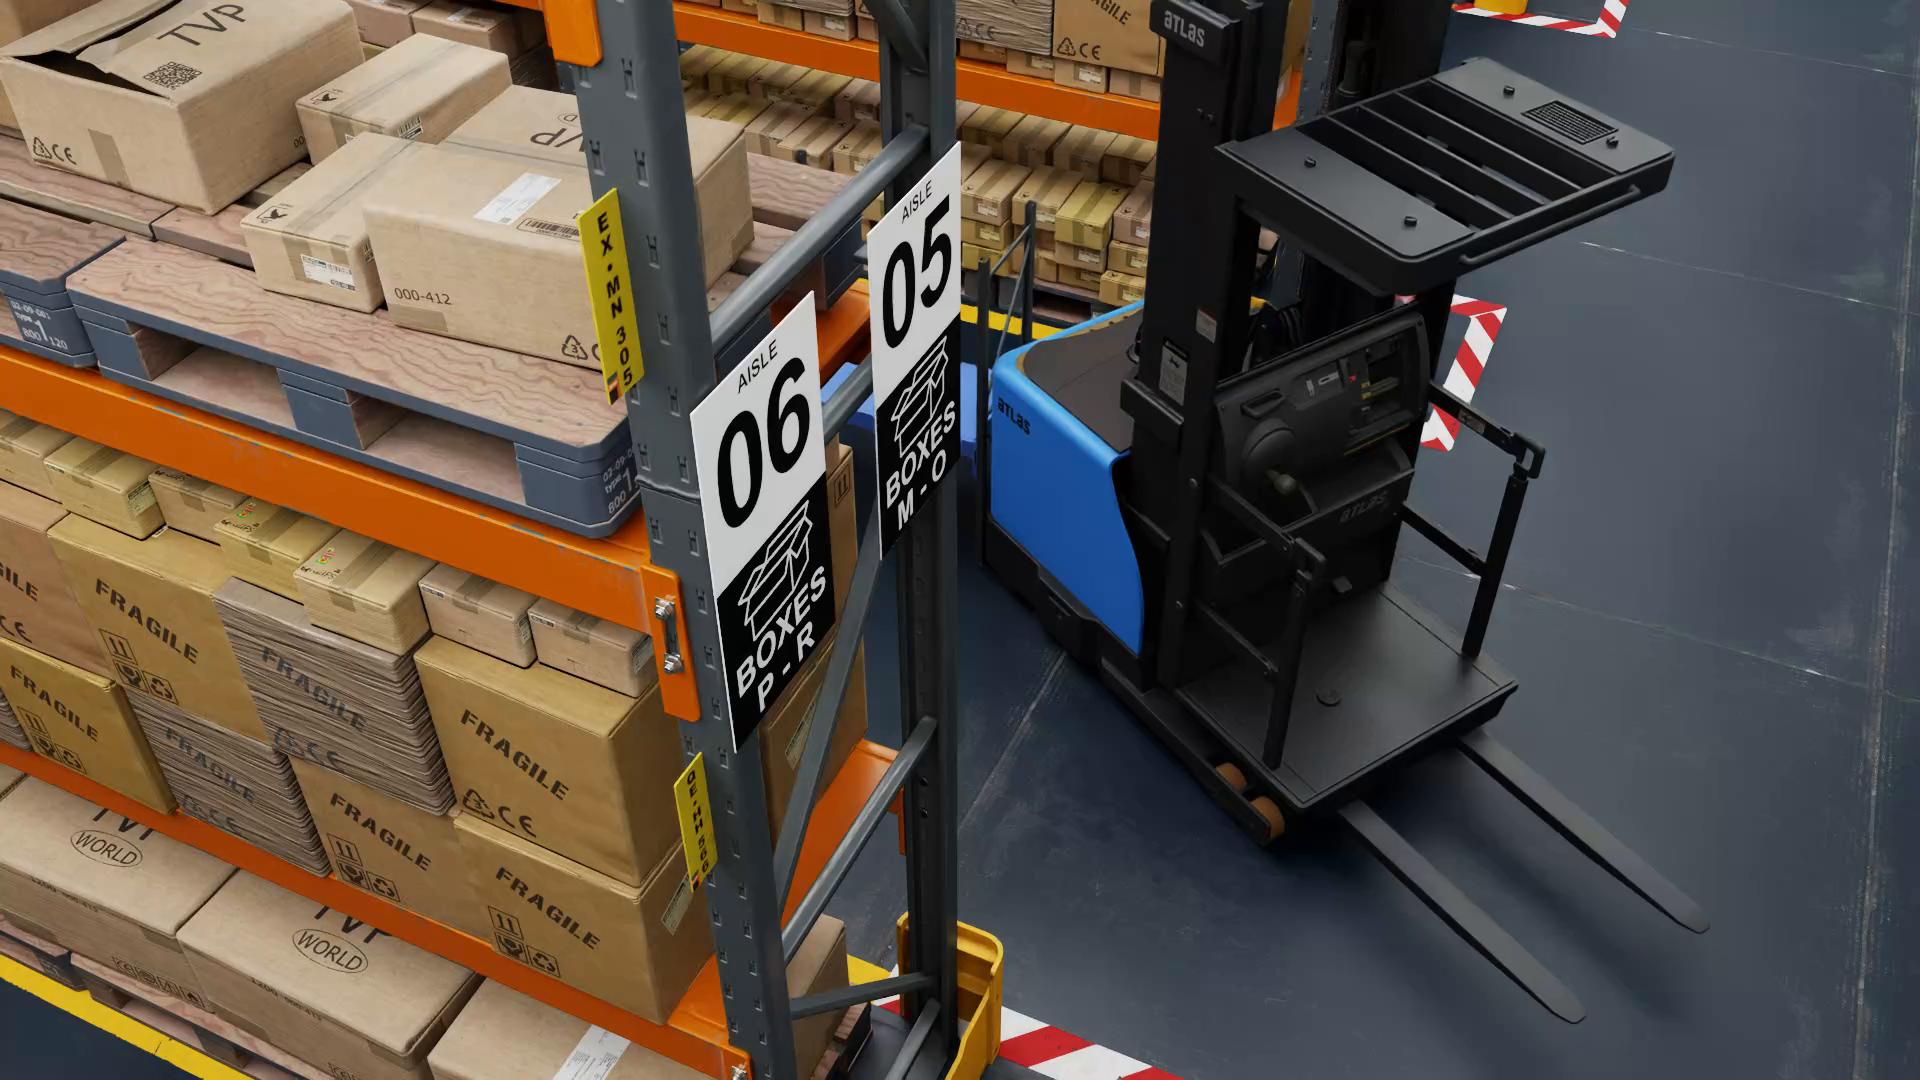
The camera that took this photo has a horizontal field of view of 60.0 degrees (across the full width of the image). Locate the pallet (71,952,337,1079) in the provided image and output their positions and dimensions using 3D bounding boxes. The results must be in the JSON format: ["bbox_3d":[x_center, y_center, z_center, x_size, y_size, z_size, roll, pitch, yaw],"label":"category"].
[{"bbox_3d":[-2.131,1.303,5.586,1.213,0.211,1.003,17,44,19],"label":"pallet"}]

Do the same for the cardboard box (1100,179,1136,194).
[{"bbox_3d":[0.880,-1.819,8.687,0.250,0.149,0.380,18,44,19],"label":"cardboard box"}]

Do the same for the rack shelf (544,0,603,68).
[{"bbox_3d":[-2.084,-1.635,3.120,4.000,0.370,1.077,17,44,19],"label":"rack shelf"}]

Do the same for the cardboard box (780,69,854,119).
[{"bbox_3d":[-0.784,-2.443,9.180,0.250,0.149,0.380,18,44,20],"label":"cardboard box"}]

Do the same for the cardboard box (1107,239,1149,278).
[{"bbox_3d":[0.917,-1.478,8.294,0.250,0.149,0.380,16,43,18],"label":"cardboard box"}]

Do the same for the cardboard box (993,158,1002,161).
[{"bbox_3d":[0.149,-2.022,8.922,0.250,0.149,0.380,19,44,21],"label":"cardboard box"}]

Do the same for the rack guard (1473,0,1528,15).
[{"bbox_3d":[3.940,-4.168,11.677,0.348,0.500,1.175,17,44,19],"label":"rack guard"}]

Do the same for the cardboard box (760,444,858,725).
[{"bbox_3d":[-0.586,0.045,4.068,0.500,0.500,0.500,16,43,18],"label":"cardboard box"}]

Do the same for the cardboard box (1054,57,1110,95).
[{"bbox_3d":[0.631,-2.239,7.735,0.250,0.149,0.380,18,44,20],"label":"cardboard box"}]

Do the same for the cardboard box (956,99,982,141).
[{"bbox_3d":[-0.071,-2.222,8.925,0.250,0.149,0.380,17,44,19],"label":"cardboard box"}]

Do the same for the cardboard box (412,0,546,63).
[{"bbox_3d":[-2.677,-2.865,9.280,0.500,0.250,0.500,16,43,18],"label":"cardboard box"}]

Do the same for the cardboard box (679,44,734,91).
[{"bbox_3d":[-1.463,-2.673,9.446,0.250,0.149,0.380,18,44,20],"label":"cardboard box"}]

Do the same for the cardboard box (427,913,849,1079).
[{"bbox_3d":[-0.912,1.449,4.924,0.875,0.438,0.875,16,43,17],"label":"cardboard box"}]

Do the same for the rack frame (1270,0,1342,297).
[{"bbox_3d":[1.730,-2.203,7.502,0.127,3.000,1.000,17,44,19],"label":"rack frame"}]

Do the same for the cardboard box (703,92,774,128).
[{"bbox_3d":[-1.196,-2.246,8.953,0.250,0.149,0.380,16,44,18],"label":"cardboard box"}]

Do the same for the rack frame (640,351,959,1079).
[{"bbox_3d":[-0.272,0.763,4.080,0.127,3.000,1.000,17,44,19],"label":"rack frame"}]

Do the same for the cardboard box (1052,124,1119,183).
[{"bbox_3d":[0.664,-2.026,8.700,0.250,0.149,0.380,15,43,17],"label":"cardboard box"}]

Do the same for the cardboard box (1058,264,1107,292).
[{"bbox_3d":[0.686,-1.442,8.479,0.250,0.149,0.380,17,44,18],"label":"cardboard box"}]

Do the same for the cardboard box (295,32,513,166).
[{"bbox_3d":[-1.160,-0.910,3.514,0.250,0.149,0.380,19,44,20],"label":"cardboard box"}]

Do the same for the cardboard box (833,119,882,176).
[{"bbox_3d":[-0.472,-2.042,8.718,0.250,0.149,0.380,15,43,17],"label":"cardboard box"}]

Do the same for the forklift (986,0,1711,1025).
[{"bbox_3d":[1.347,-0.377,5.448,1.130,2.935,3.031,-24,46,-25],"label":"forklift"}]

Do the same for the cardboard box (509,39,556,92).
[{"bbox_3d":[-2.672,-2.580,9.525,0.500,0.500,0.500,16,43,18],"label":"cardboard box"}]

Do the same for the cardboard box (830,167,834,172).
[{"bbox_3d":[-0.716,-1.985,8.879,0.250,0.149,0.380,19,44,21],"label":"cardboard box"}]

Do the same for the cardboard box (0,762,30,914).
[{"bbox_3d":[-3.373,0.702,5.785,0.875,0.438,0.875,16,44,18],"label":"cardboard box"}]

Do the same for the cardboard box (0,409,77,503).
[{"bbox_3d":[-2.091,-0.283,3.951,0.250,0.149,0.380,18,44,20],"label":"cardboard box"}]

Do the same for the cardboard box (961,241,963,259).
[{"bbox_3d":[-0.040,-1.624,8.689,0.250,0.149,0.380,18,44,19],"label":"cardboard box"}]

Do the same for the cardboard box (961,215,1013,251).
[{"bbox_3d":[0.184,-1.652,8.495,0.250,0.149,0.380,18,44,19],"label":"cardboard box"}]

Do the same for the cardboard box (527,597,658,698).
[{"bbox_3d":[-0.682,0.122,3.484,0.250,0.149,0.380,18,44,19],"label":"cardboard box"}]

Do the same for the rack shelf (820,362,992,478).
[{"bbox_3d":[-0.282,-0.610,7.083,1.000,0.185,0.538,16,44,18],"label":"rack shelf"}]

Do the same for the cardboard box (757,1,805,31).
[{"bbox_3d":[-0.803,-2.686,8.250,0.250,0.149,0.380,18,44,19],"label":"cardboard box"}]

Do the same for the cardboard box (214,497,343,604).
[{"bbox_3d":[-1.402,-0.050,3.683,0.250,0.149,0.380,18,44,20],"label":"cardboard box"}]

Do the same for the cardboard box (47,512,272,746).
[{"bbox_3d":[-1.742,0.089,4.017,0.500,0.500,0.500,17,44,18],"label":"cardboard box"}]

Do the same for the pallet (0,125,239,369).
[{"bbox_3d":[-2.058,-0.873,3.745,1.213,0.211,1.003,17,44,19],"label":"pallet"}]

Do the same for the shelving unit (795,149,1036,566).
[{"bbox_3d":[-0.282,-0.746,6.966,1.048,1.500,0.538,16,44,18],"label":"shelving unit"}]

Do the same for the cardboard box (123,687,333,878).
[{"bbox_3d":[-1.739,0.464,4.348,0.500,0.500,0.500,18,44,20],"label":"cardboard box"}]

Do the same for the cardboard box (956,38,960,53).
[{"bbox_3d":[-0.063,-2.504,8.040,0.250,0.149,0.380,18,44,19],"label":"cardboard box"}]

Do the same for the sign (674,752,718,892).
[{"bbox_3d":[-0.514,0.554,3.256,0.005,0.325,0.100,17,44,19],"label":"sign"}]

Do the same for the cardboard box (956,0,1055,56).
[{"bbox_3d":[0.286,-2.605,7.662,0.500,0.500,0.500,17,44,19],"label":"cardboard box"}]

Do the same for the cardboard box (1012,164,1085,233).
[{"bbox_3d":[0.443,-1.715,8.340,0.250,0.149,0.380,15,43,17],"label":"cardboard box"}]

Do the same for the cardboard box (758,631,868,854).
[{"bbox_3d":[-0.585,0.422,4.397,0.500,0.500,0.500,17,44,18],"label":"cardboard box"}]

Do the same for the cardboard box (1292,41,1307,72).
[{"bbox_3d":[1.575,-2.392,7.912,0.250,0.149,0.380,17,44,18],"label":"cardboard box"}]

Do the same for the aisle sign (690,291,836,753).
[{"bbox_3d":[-0.337,-0.016,2.993,0.004,0.787,0.394,17,44,19],"label":"aisle sign"}]

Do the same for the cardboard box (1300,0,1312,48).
[{"bbox_3d":[1.440,-2.642,7.704,0.500,0.500,0.500,19,44,21],"label":"cardboard box"}]
